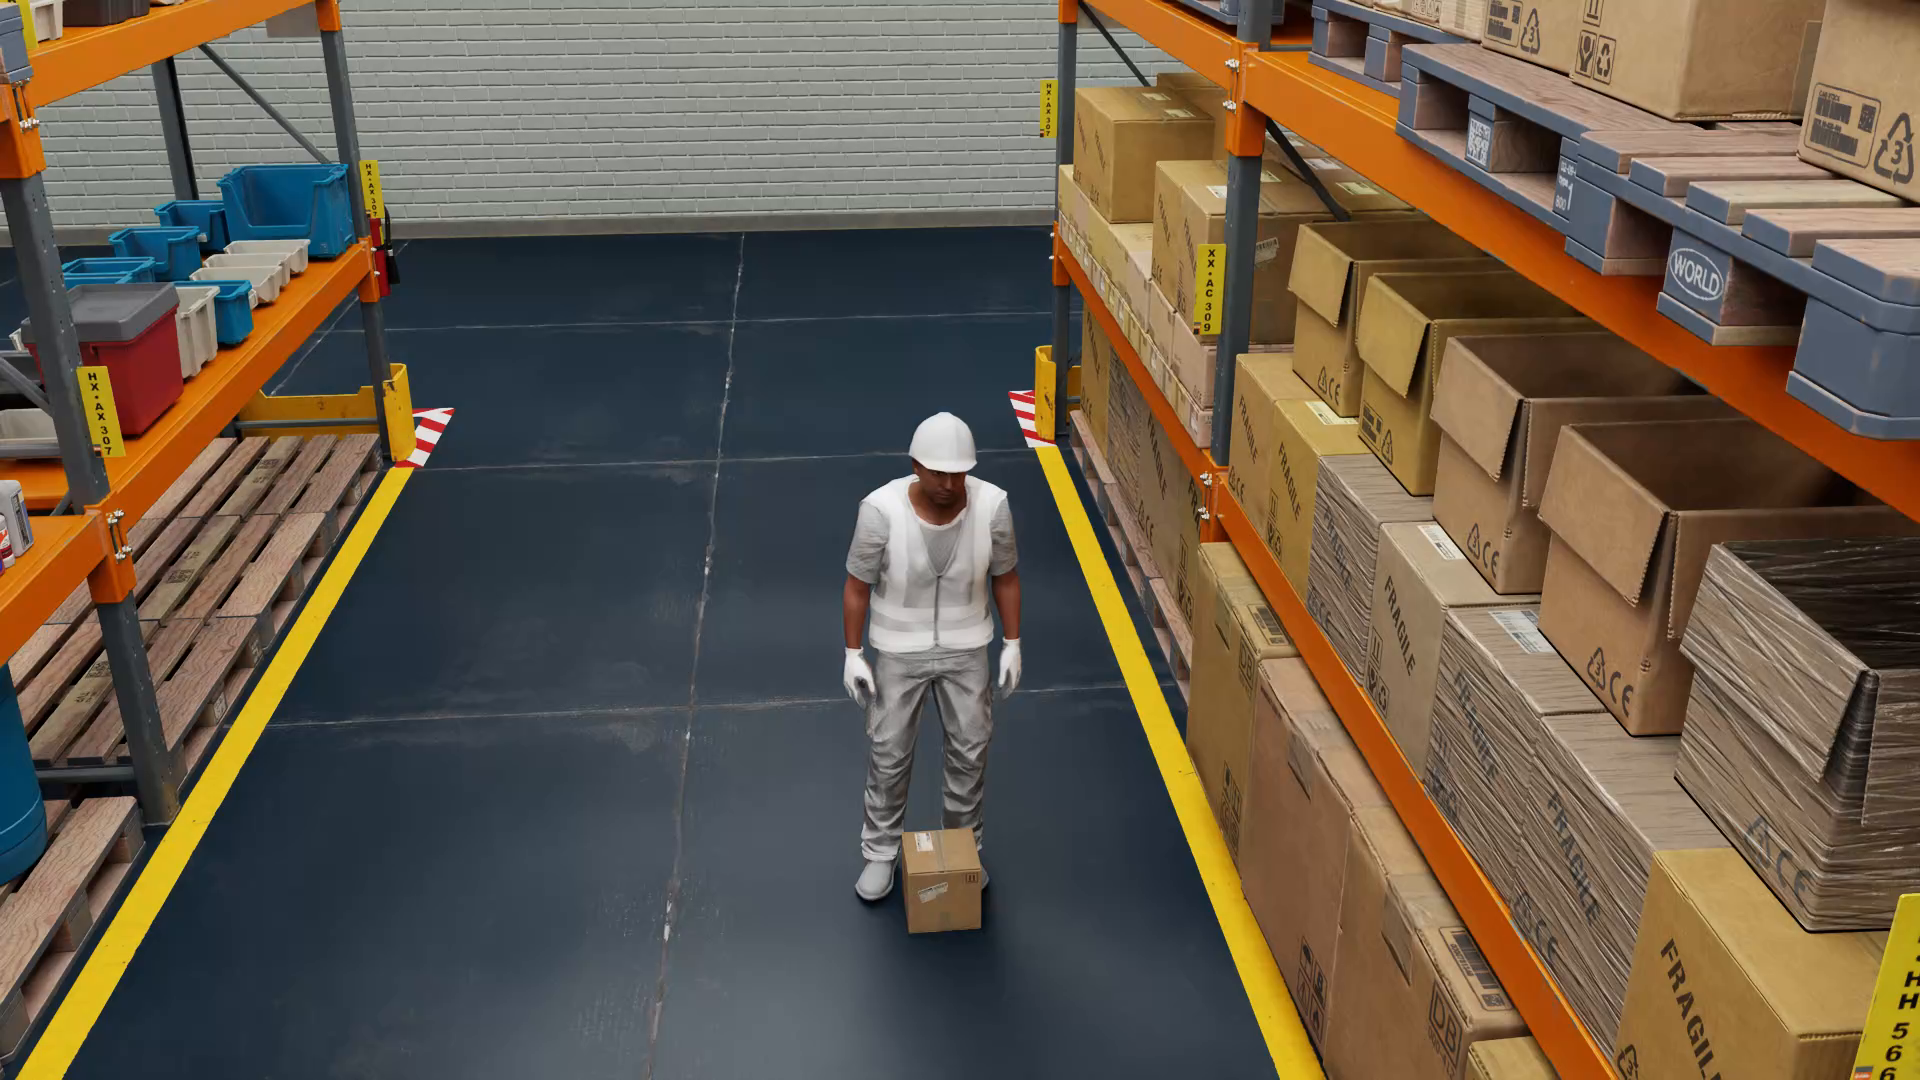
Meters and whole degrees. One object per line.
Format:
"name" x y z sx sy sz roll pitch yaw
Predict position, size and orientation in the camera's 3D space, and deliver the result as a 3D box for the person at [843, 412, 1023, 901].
"person" -0.091 0.394 5.682 0.625 1.773 0.451 -4 24 -8
